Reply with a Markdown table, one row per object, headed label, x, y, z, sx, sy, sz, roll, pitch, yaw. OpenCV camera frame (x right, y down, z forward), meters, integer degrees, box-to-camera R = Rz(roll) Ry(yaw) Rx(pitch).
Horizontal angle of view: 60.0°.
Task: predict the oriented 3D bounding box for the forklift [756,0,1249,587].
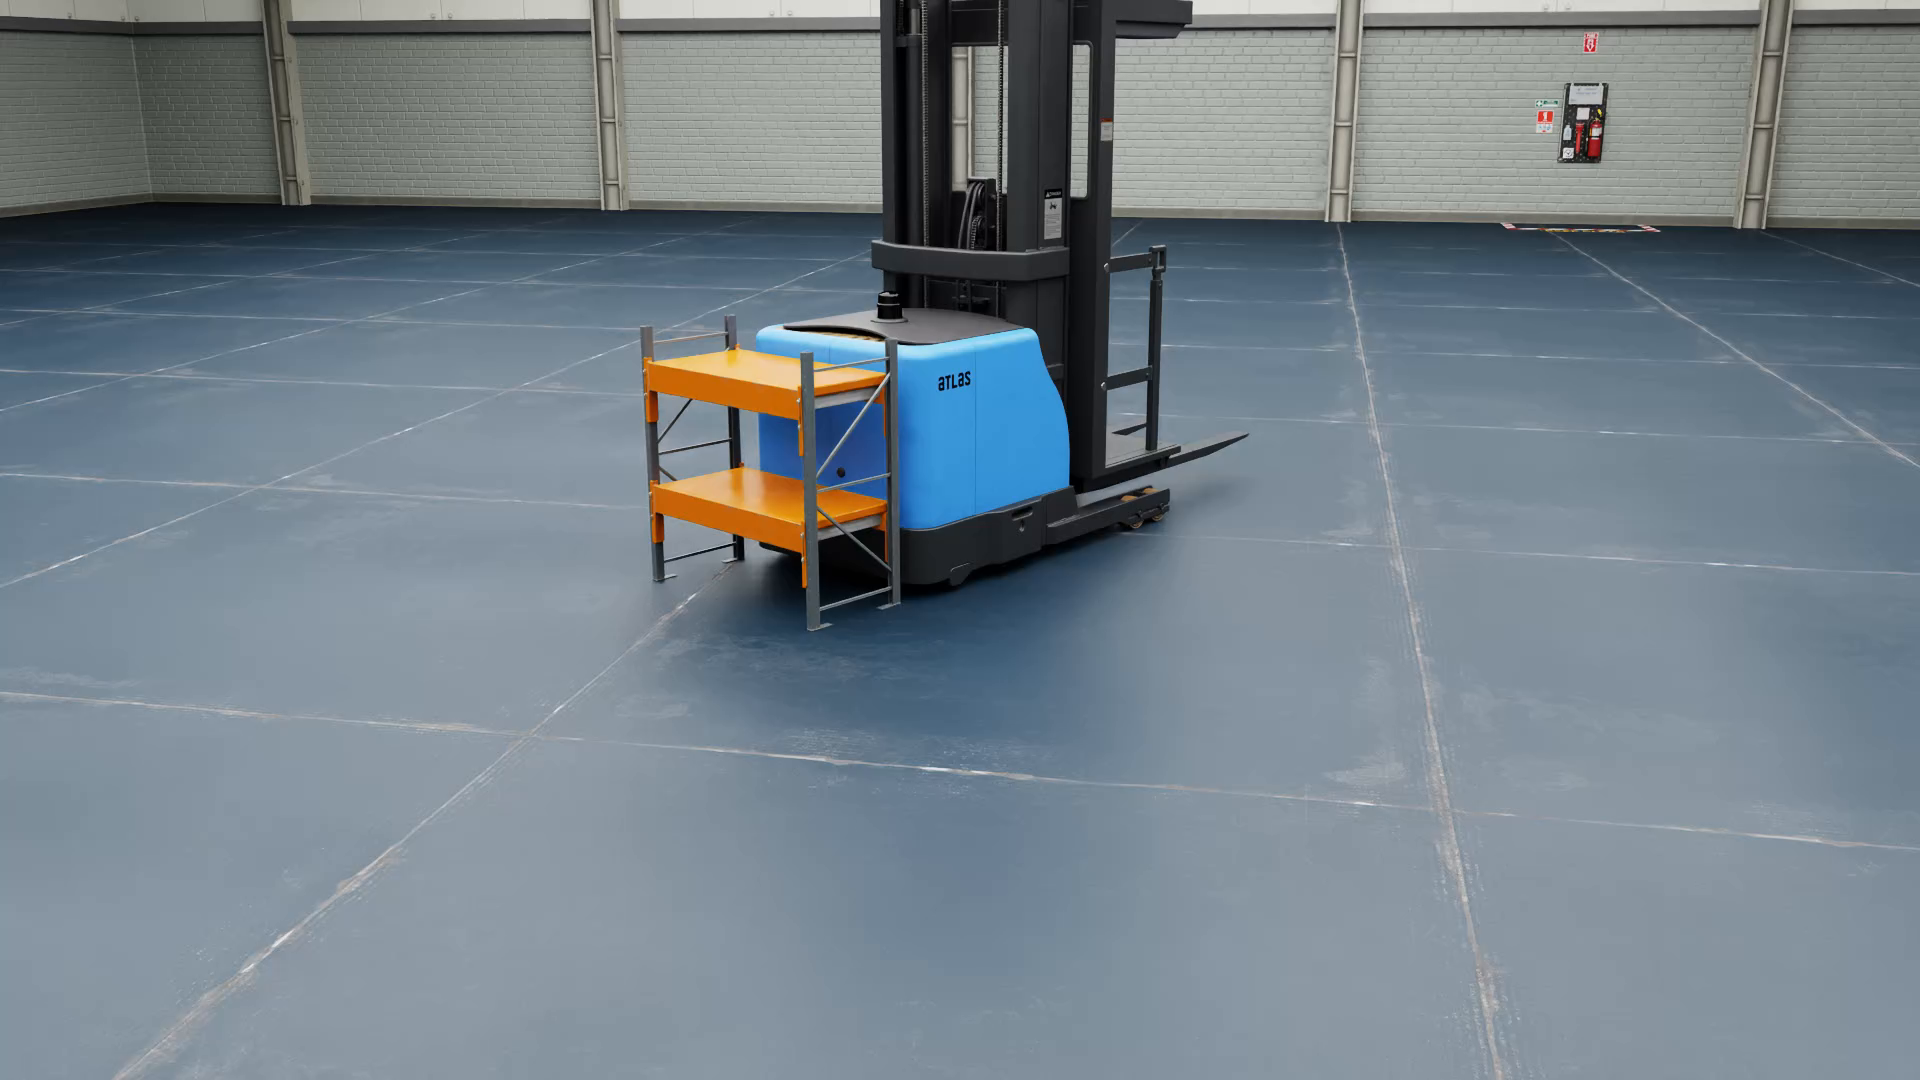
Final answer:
| label | x | y | z | sx | sy | sz | roll | pitch | yaw |
| --- | --- | --- | --- | --- | --- | --- | --- | --- | --- |
| forklift | 0.401 | -1.542 | 8.069 | 1.130 | 2.935 | 3.031 | 12 | 20 | 38 |

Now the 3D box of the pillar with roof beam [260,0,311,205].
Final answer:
| label | x | y | z | sx | sy | sz | roll | pitch | yaw |
| --- | --- | --- | --- | --- | --- | --- | --- | --- | --- |
| pillar with roof beam | -12.597 | -9.153 | 24.176 | 0.400 | 9.000 | 9.100 | 3 | 16 | 11 |

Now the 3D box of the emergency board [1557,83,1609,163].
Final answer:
| label | x | y | z | sx | sy | sz | roll | pitch | yaw |
| --- | --- | --- | --- | --- | --- | --- | --- | --- | --- |
| emergency board | 9.366 | -6.252 | 24.944 | 0.643 | 1.169 | 0.194 | 3 | 16 | 11 |

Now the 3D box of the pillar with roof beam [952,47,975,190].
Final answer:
| label | x | y | z | sx | sy | sz | roll | pitch | yaw |
| --- | --- | --- | --- | --- | --- | --- | --- | --- | --- |
| pillar with roof beam | -0.837 | -8.514 | 21.872 | 0.400 | 9.000 | 9.100 | 3 | 16 | 11 |

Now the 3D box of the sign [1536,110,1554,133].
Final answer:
| label | x | y | z | sx | sy | sz | roll | pitch | yaw |
| --- | --- | --- | --- | --- | --- | --- | --- | --- | --- |
| sign | 8.845 | -6.326 | 25.143 | 0.234 | 0.329 | 0.001 | 3 | 16 | 11 |

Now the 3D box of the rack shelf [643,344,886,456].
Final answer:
| label | x | y | z | sx | sy | sz | roll | pitch | yaw |
| --- | --- | --- | --- | --- | --- | --- | --- | --- | --- |
| rack shelf | -0.804 | -0.600 | 6.953 | 1.000 | 0.278 | 0.538 | 14 | 21 | 41 |

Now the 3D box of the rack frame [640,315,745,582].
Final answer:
| label | x | y | z | sx | sy | sz | roll | pitch | yaw |
| --- | --- | --- | --- | --- | --- | --- | --- | --- | --- |
| rack frame | -1.176 | -0.410 | 7.366 | 0.032 | 1.125 | 0.500 | 14 | 21 | 41 |

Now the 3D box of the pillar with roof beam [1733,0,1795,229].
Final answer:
| label | x | y | z | sx | sy | sz | roll | pitch | yaw |
| --- | --- | --- | --- | --- | --- | --- | --- | --- | --- |
| pillar with roof beam | 10.922 | -7.876 | 19.567 | 0.400 | 9.000 | 9.100 | 3 | 16 | 11 |

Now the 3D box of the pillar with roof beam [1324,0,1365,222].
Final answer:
| label | x | y | z | sx | sy | sz | roll | pitch | yaw |
| --- | --- | --- | --- | --- | --- | --- | --- | --- | --- |
| pillar with roof beam | 5.042 | -8.195 | 20.720 | 0.400 | 9.000 | 9.100 | 3 | 16 | 11 |

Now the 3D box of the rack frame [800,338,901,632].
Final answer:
| label | x | y | z | sx | sy | sz | roll | pitch | yaw |
| --- | --- | --- | --- | --- | --- | --- | --- | --- | --- |
| rack frame | -0.433 | -0.225 | 6.697 | 0.032 | 1.125 | 0.500 | 14 | 21 | 41 |

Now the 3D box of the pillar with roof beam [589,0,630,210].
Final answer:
| label | x | y | z | sx | sy | sz | roll | pitch | yaw |
| --- | --- | --- | --- | --- | --- | --- | --- | --- | --- |
| pillar with roof beam | -6.717 | -8.833 | 23.024 | 0.400 | 9.000 | 9.100 | 3 | 16 | 11 |

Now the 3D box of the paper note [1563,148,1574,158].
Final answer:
| label | x | y | z | sx | sy | sz | roll | pitch | yaw |
| --- | --- | --- | --- | --- | --- | --- | --- | --- | --- |
| paper note | 9.206 | -5.855 | 25.161 | 0.142 | 0.148 | 0.016 | 3 | 16 | 11 |

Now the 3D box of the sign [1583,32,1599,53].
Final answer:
| label | x | y | z | sx | sy | sz | roll | pitch | yaw |
| --- | --- | --- | --- | --- | --- | --- | --- | --- | --- |
| sign | 9.378 | -7.396 | 24.731 | 0.199 | 0.298 | 0.001 | 3 | 16 | 11 |

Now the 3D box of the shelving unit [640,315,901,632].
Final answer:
| label | x | y | z | sx | sy | sz | roll | pitch | yaw |
| --- | --- | --- | --- | --- | --- | --- | --- | --- | --- |
| shelving unit | -0.804 | -0.318 | 7.032 | 1.048 | 1.125 | 0.538 | 14 | 21 | 41 |

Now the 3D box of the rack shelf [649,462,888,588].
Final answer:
| label | x | y | z | sx | sy | sz | roll | pitch | yaw |
| --- | --- | --- | --- | --- | --- | --- | --- | --- | --- |
| rack shelf | -0.804 | -0.082 | 7.097 | 1.000 | 0.278 | 0.538 | 14 | 21 | 41 |

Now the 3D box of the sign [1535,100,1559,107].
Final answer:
| label | x | y | z | sx | sy | sz | roll | pitch | yaw |
| --- | --- | --- | --- | --- | --- | --- | --- | --- | --- |
| sign | 8.847 | -6.579 | 25.063 | 0.331 | 0.109 | 0.001 | 3 | 16 | 11 |
